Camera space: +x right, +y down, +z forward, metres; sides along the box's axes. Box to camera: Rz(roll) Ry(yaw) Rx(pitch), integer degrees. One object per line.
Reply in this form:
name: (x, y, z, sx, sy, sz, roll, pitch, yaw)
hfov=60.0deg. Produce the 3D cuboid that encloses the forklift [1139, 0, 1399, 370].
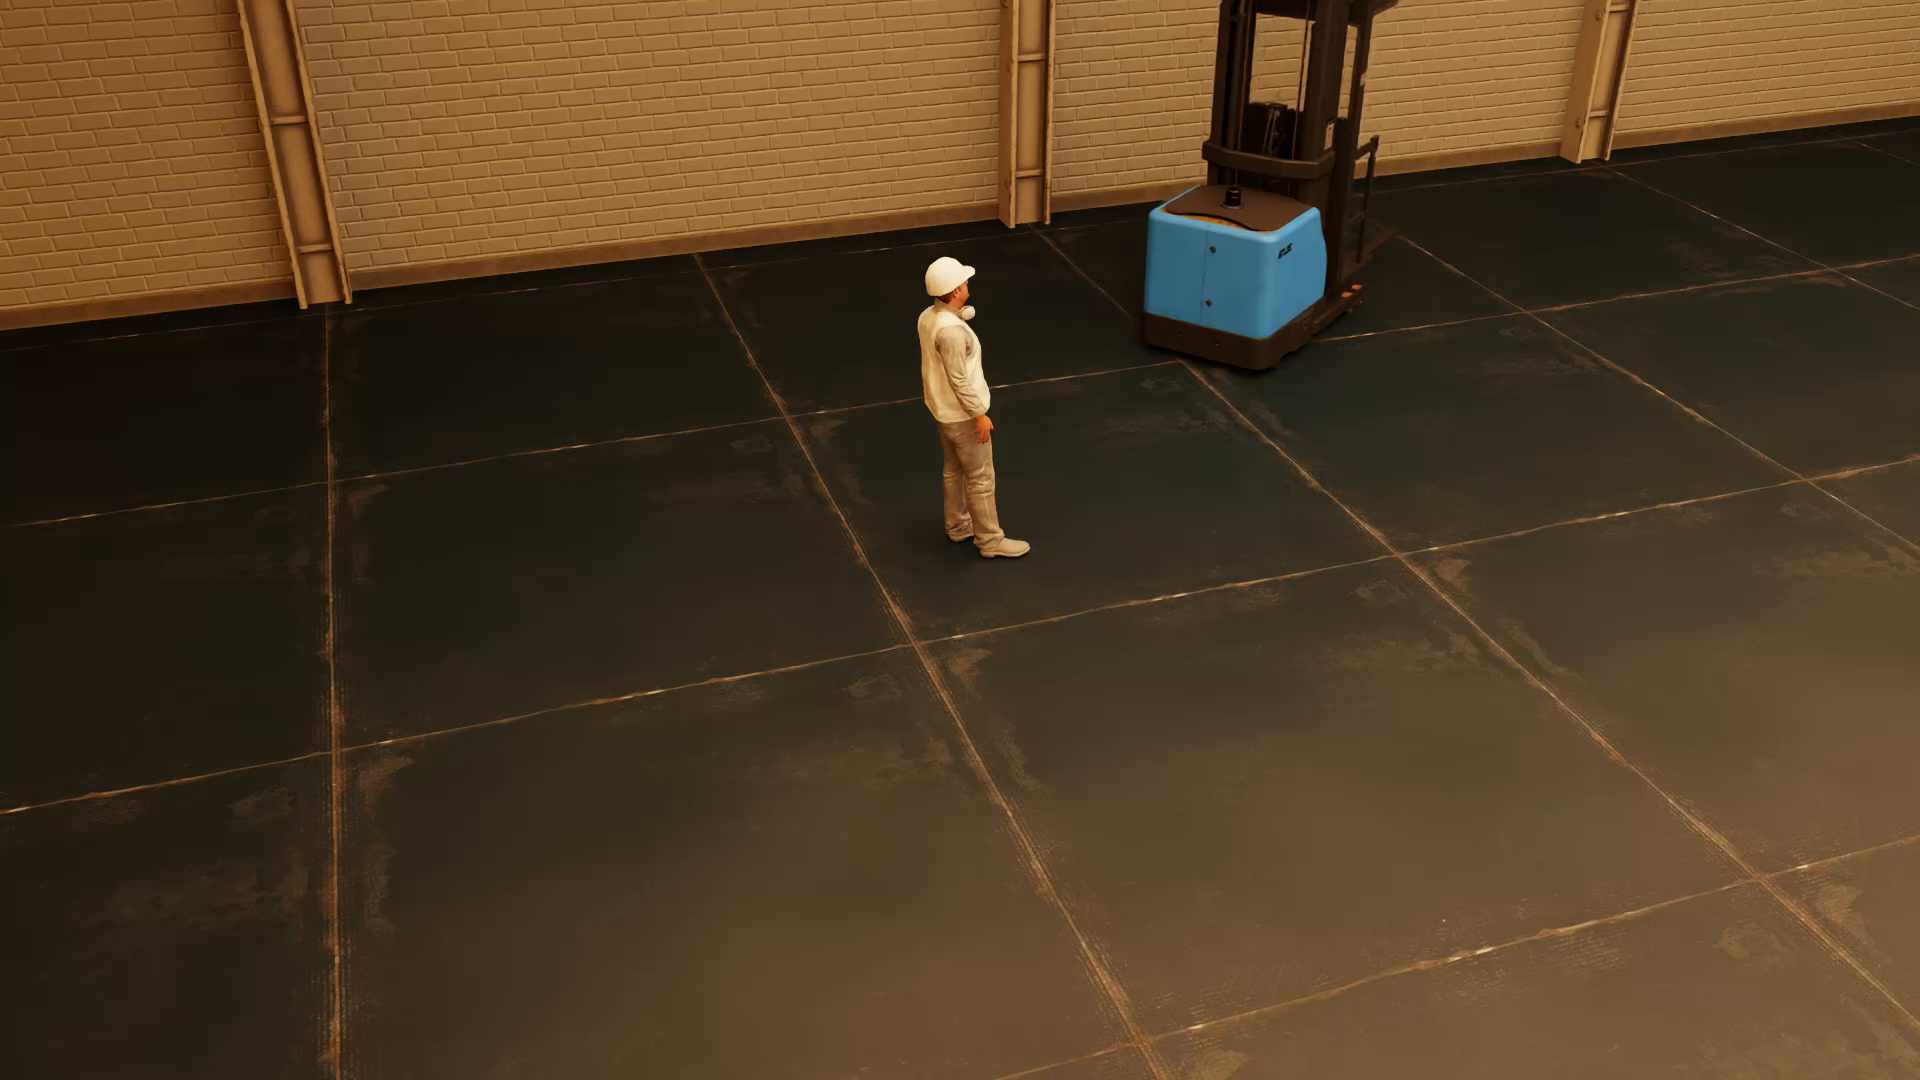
forklift: (2.593, -3.185, 12.622, 1.130, 2.935, 3.031, 19, 35, 29)

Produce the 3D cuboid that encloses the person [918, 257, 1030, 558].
person: (0.061, -0.781, 9.590, 0.568, 1.773, 0.632, -10, 31, -16)
